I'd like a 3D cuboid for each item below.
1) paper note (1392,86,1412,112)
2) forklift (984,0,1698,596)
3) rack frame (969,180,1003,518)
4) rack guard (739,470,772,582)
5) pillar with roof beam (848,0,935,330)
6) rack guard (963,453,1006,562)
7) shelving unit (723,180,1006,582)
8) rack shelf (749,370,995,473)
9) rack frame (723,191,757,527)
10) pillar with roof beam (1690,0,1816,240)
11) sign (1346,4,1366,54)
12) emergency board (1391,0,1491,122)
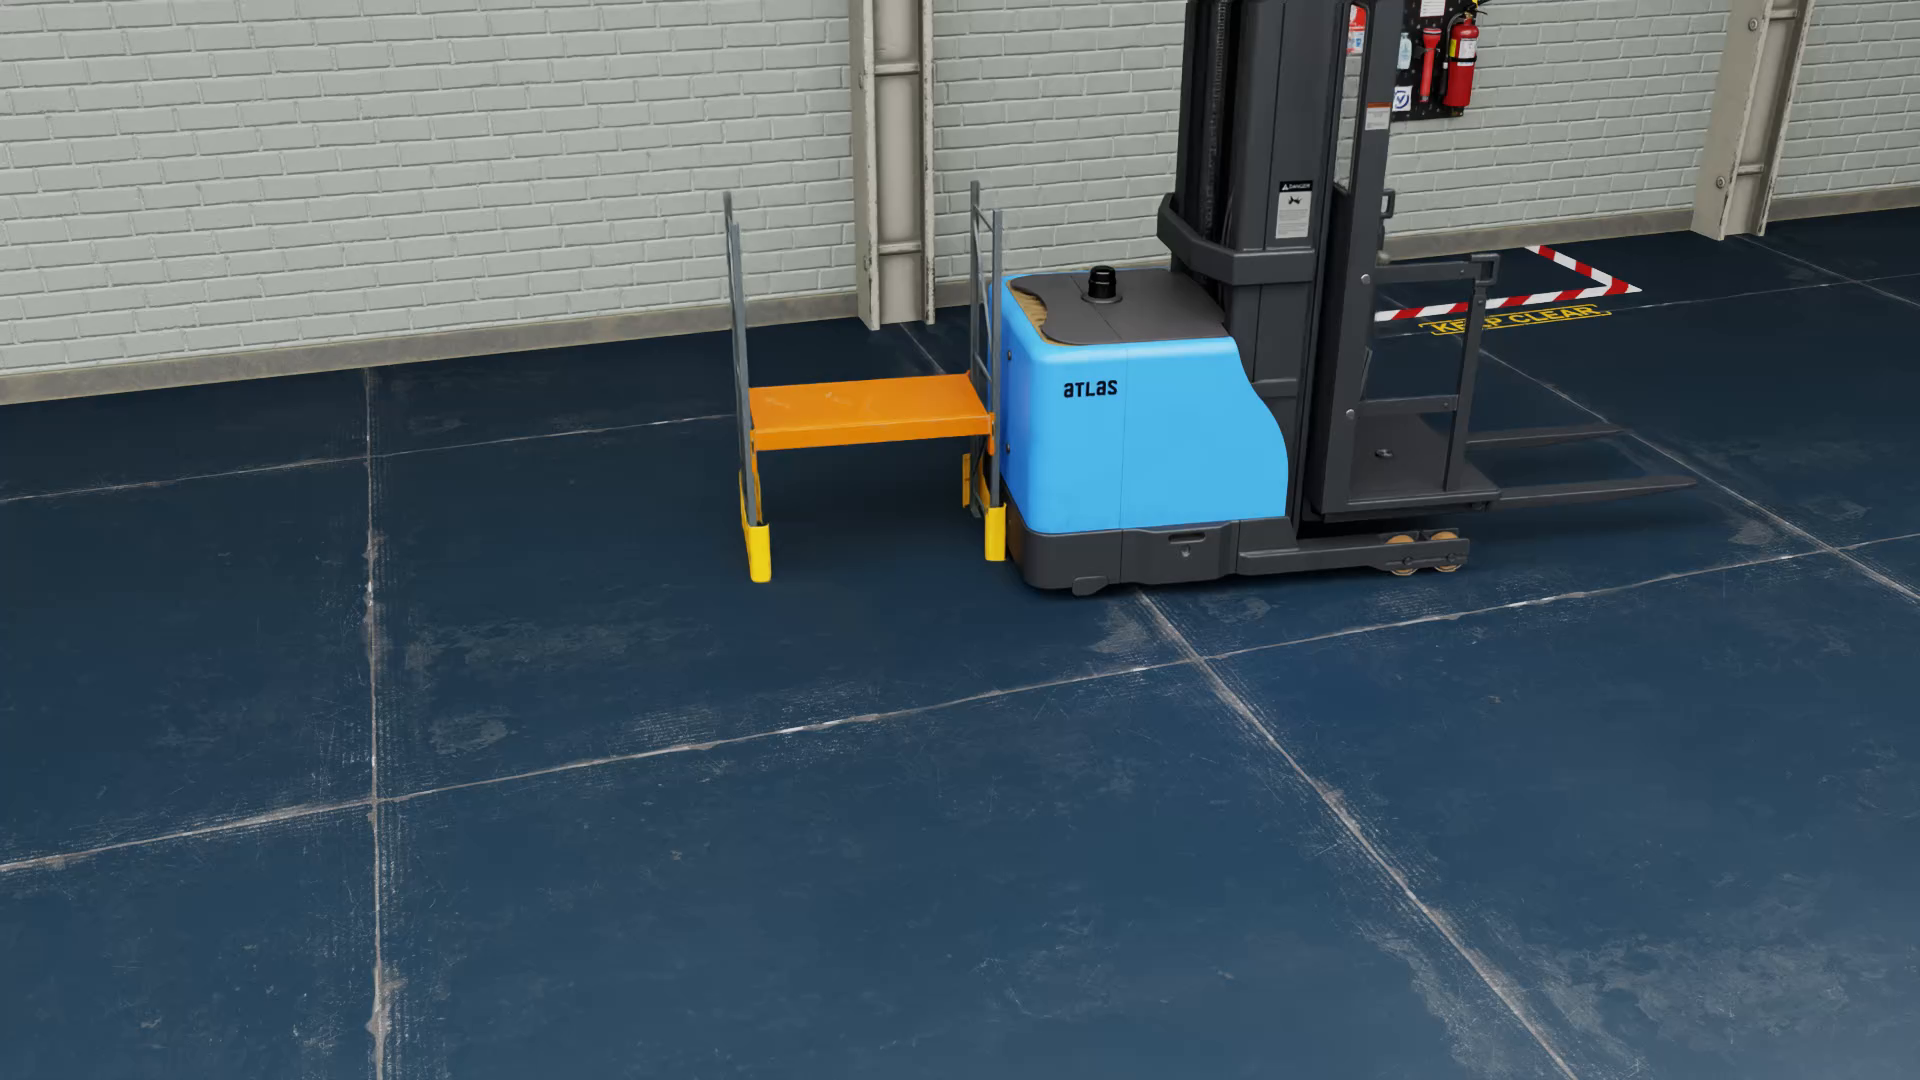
[{"bbox_3d":[2.773,-2.772,10.451,0.142,0.148,0.016,-8,28,-16],"label":"paper note"},{"bbox_3d":[1.674,-1.390,6.753,3.031,2.935,1.130,-5,27,-9],"label":"forklift"},{"bbox_3d":[0.104,-0.709,6.992,0.032,1.500,0.500,-5,27,-9],"label":"rack frame"},{"bbox_3d":[-0.876,-0.068,7.105,0.087,0.250,0.587,-5,27,-9],"label":"rack guard"},{"bbox_3d":[0.953,-3.527,4.234,0.400,9.000,9.100,-8,28,-16],"label":"pillar with roof beam"},{"bbox_3d":[0.103,-0.149,7.269,0.087,0.250,0.587,-5,27,-9],"label":"rack guard"},{"bbox_3d":[-0.386,-0.668,6.909,1.083,1.500,0.587,-5,27,-9],"label":"shelving unit"},{"bbox_3d":[-0.395,-0.506,6.988,1.000,0.185,0.538,-5,27,-9],"label":"rack shelf"},{"bbox_3d":[-0.895,-0.626,6.824,0.032,1.500,0.500,-5,27,-9],"label":"rack frame"},{"bbox_3d":[6.658,-4.353,5.898,0.400,9.000,9.100,-8,28,-16],"label":"pillar with roof beam"},{"bbox_3d":[2.405,-3.145,10.172,0.234,0.329,0.001,-8,28,-16],"label":"sign"},{"bbox_3d":[2.963,-3.162,10.246,0.643,1.169,0.194,-8,28,-16],"label":"emergency board"}]
